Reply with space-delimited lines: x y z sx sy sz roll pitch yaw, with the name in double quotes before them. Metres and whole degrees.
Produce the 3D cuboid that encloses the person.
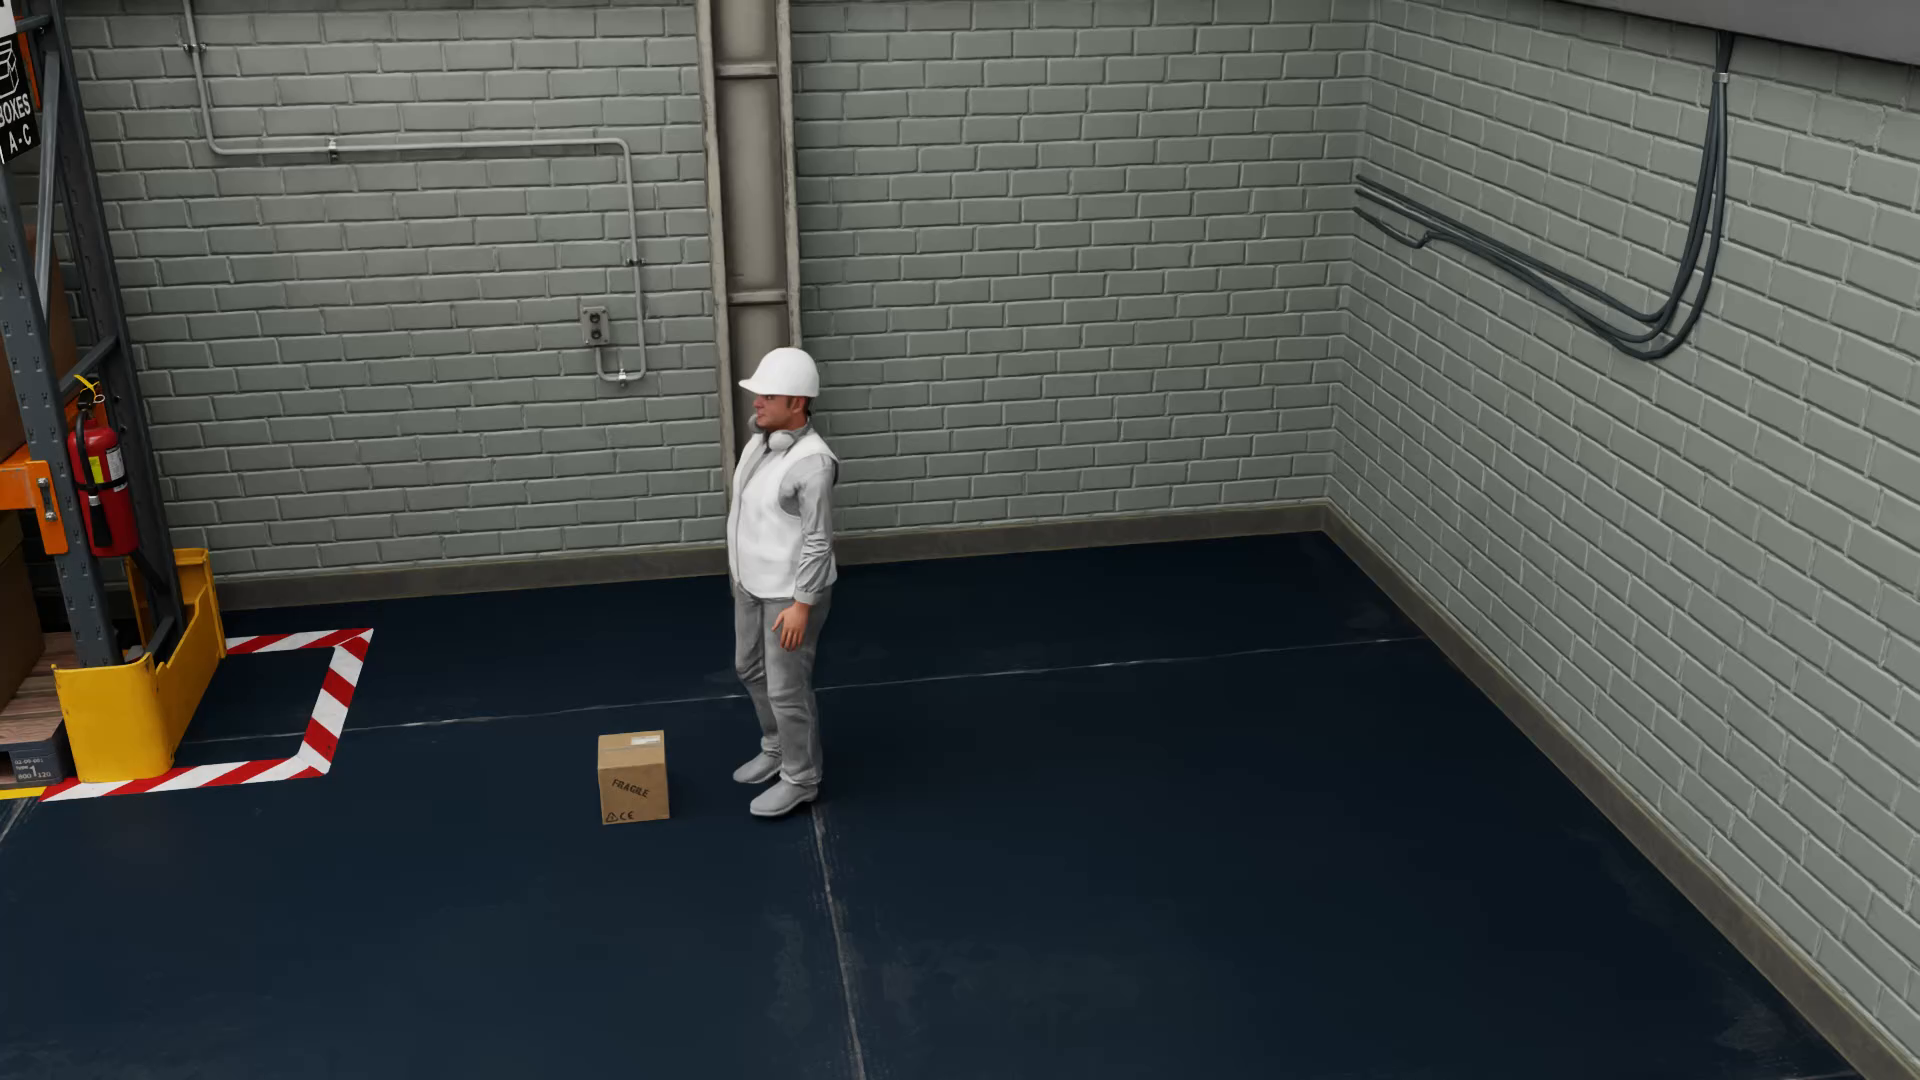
"person" -0.703 0.178 6.122 0.402 1.799 0.566 -12 26 -26
